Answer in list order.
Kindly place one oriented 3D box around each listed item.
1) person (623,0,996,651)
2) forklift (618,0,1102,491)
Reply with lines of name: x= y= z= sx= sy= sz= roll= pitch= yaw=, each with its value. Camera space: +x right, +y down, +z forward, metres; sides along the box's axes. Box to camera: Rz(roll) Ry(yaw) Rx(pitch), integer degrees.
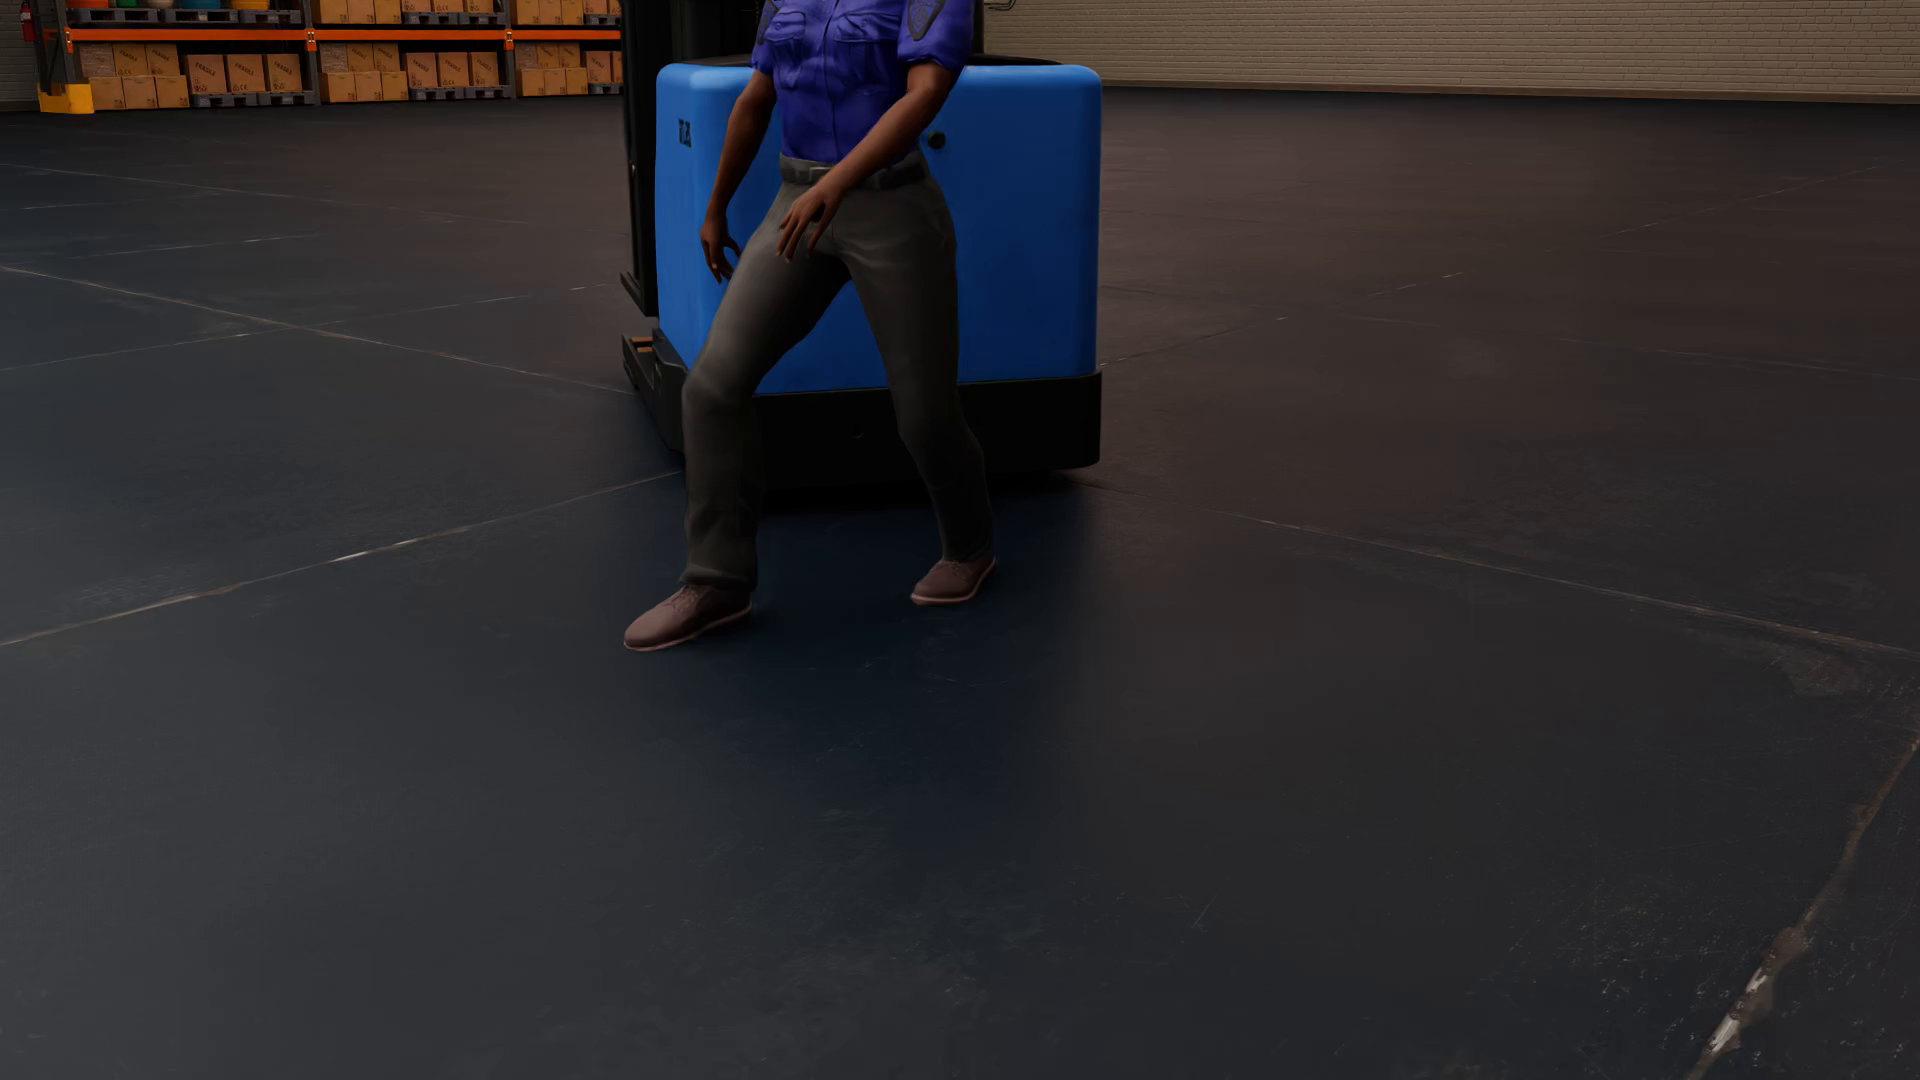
person: x=-0.289 y=-0.605 z=3.256 sx=0.663 sy=1.589 sz=0.769 roll=8 pitch=19 yaw=25
forklift: x=-0.531 y=-1.907 z=5.178 sx=1.130 sy=2.935 sz=3.031 roll=-5 pitch=18 yaw=-15
